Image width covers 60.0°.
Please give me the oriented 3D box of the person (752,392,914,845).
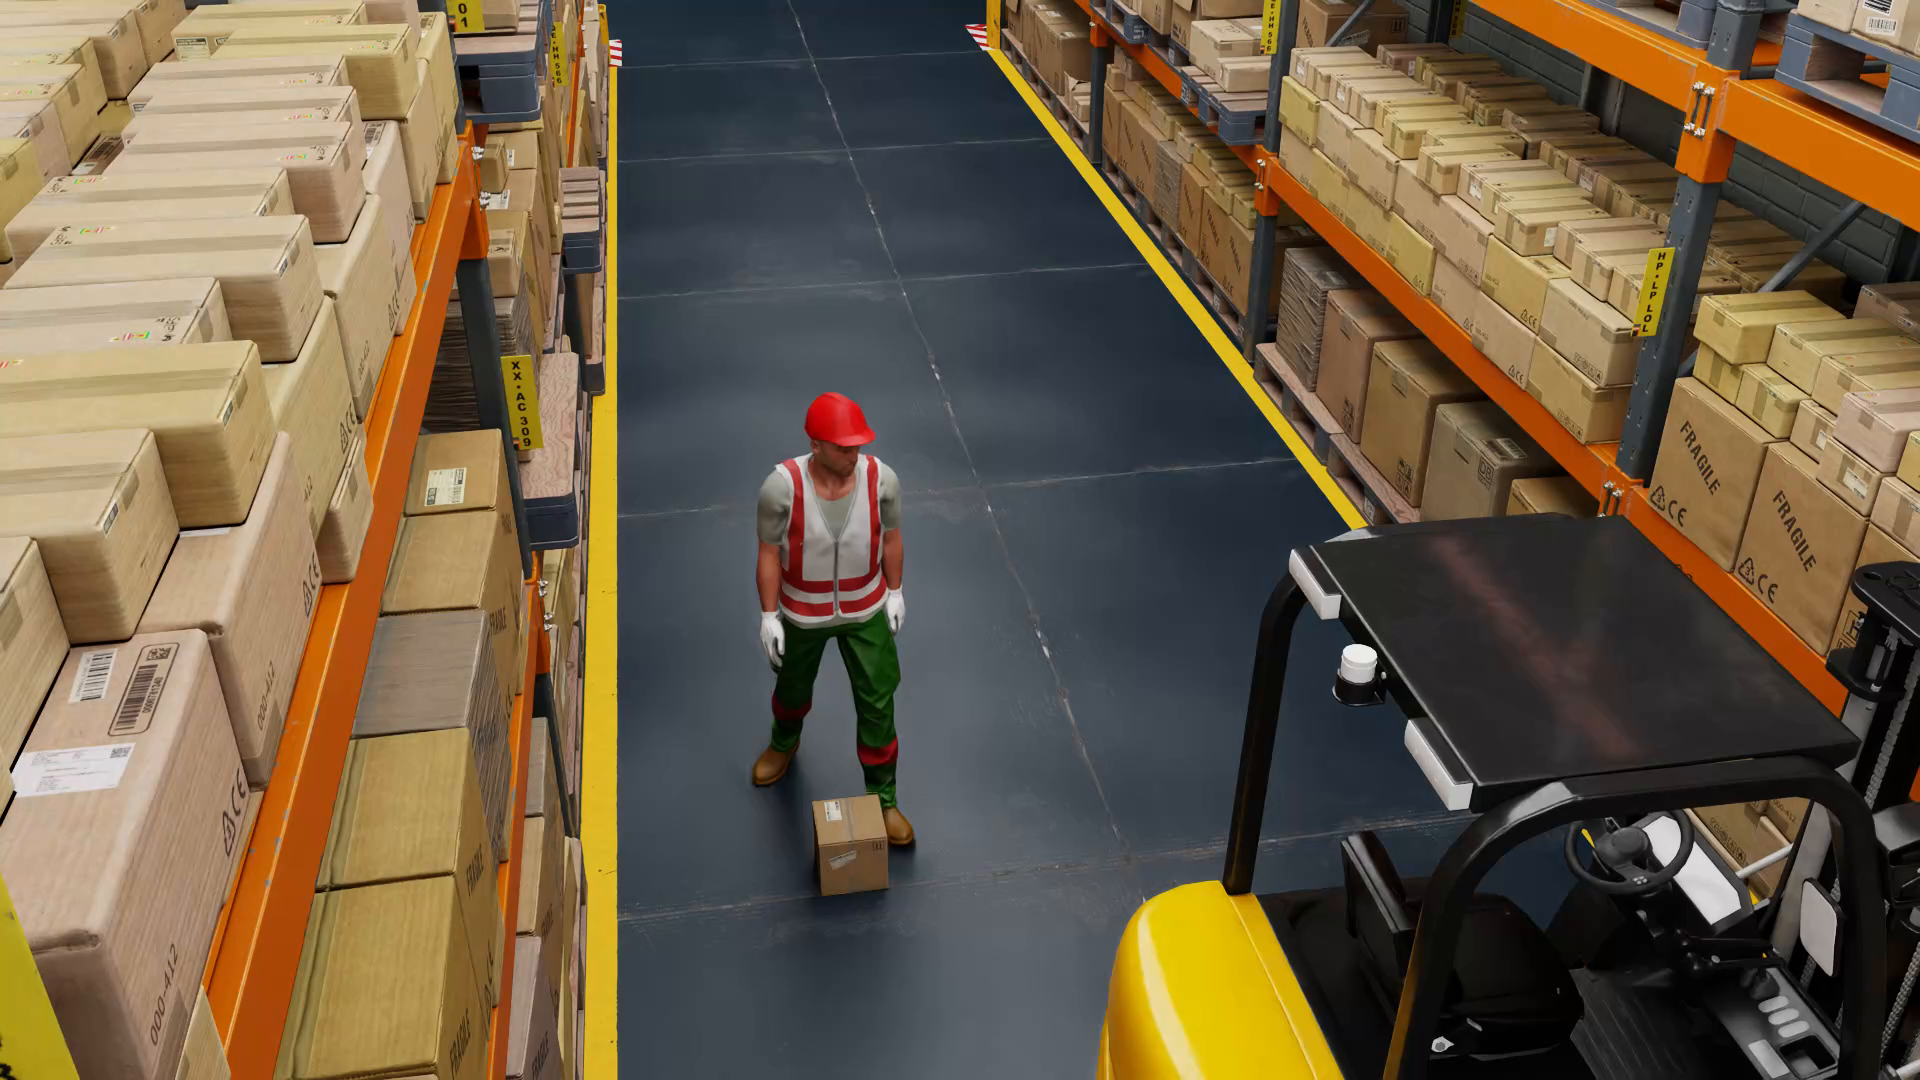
[{"bbox_3d":[-0.499,0.264,6.174,0.620,1.776,0.757,-6,31,-10],"label":"person"}]
